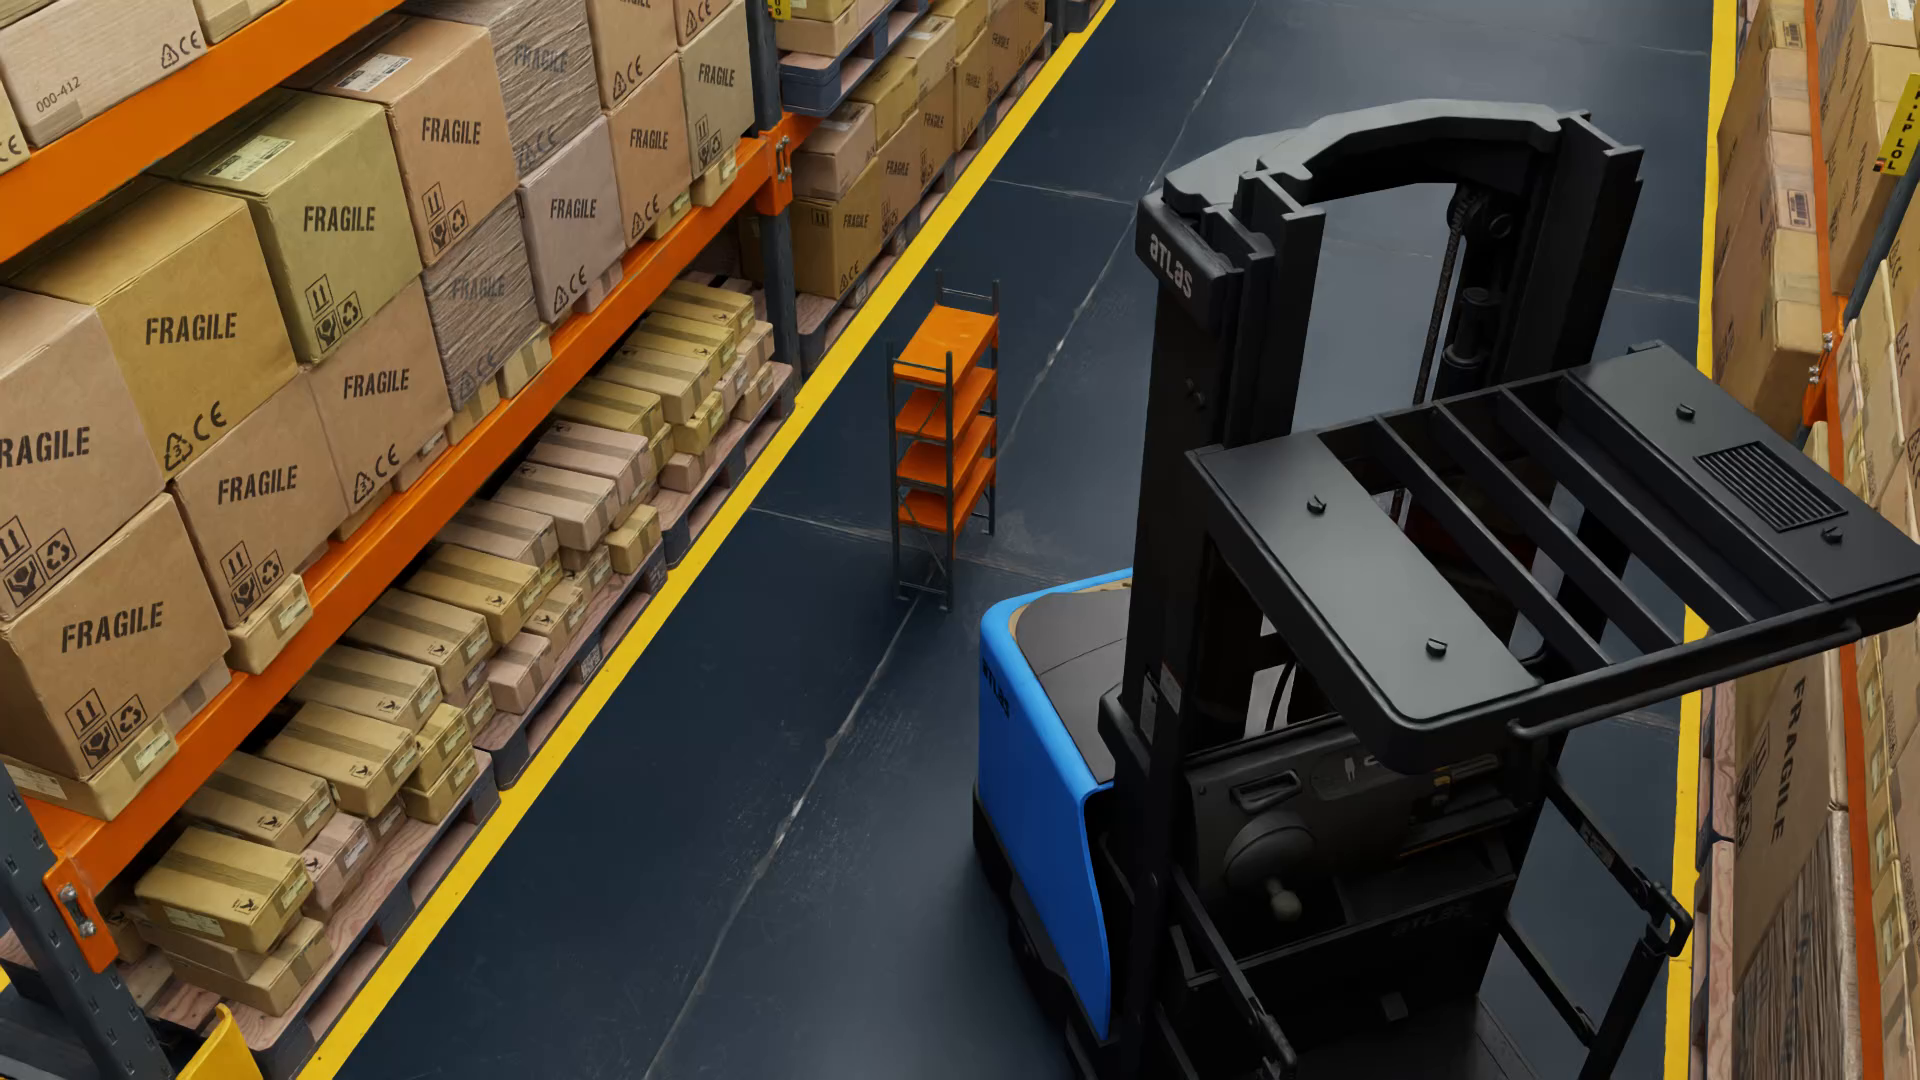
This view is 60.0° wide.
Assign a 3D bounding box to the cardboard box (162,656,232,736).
[{"bbox_3d":[-2.106,0.338,4.236,0.380,0.149,0.250,15,43,17],"label":"cardboard box"}]

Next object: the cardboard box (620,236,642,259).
[{"bbox_3d":[-1.369,-1.113,5.937,0.380,0.149,0.250,12,42,14],"label":"cardboard box"}]

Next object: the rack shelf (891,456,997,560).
[{"bbox_3d":[-0.057,-0.153,6.415,0.258,0.148,0.480,13,42,15],"label":"rack shelf"}]

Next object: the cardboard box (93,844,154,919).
[{"bbox_3d":[-2.661,0.958,4.960,0.380,0.149,0.250,12,42,14],"label":"cardboard box"}]

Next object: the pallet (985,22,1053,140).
[{"bbox_3d":[-0.106,-2.810,9.882,1.003,0.211,1.213,13,42,15],"label":"pallet"}]

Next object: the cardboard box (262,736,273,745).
[{"bbox_3d":[-2.353,0.614,5.592,0.380,0.149,0.250,14,42,16],"label":"cardboard box"}]

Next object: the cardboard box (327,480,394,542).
[{"bbox_3d":[-1.888,-0.163,4.823,0.380,0.149,0.250,13,42,15],"label":"cardboard box"}]

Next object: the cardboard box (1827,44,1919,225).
[{"bbox_3d":[3.500,-1.430,6.037,0.500,0.500,0.500,15,43,16],"label":"cardboard box"}]

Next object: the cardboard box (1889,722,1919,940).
[{"bbox_3d":[2.317,0.664,3.547,0.500,0.250,0.500,12,42,14],"label":"cardboard box"}]

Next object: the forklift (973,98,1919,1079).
[{"bbox_3d":[1.033,0.678,3.697,1.130,2.935,3.031,-14,42,-15],"label":"forklift"}]

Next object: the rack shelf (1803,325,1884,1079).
[{"bbox_3d":[2.737,0.748,4.116,1.077,0.370,4.000,13,42,15],"label":"rack shelf"}]

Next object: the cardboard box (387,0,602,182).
[{"bbox_3d":[-1.472,-1.467,5.082,0.500,0.500,0.500,14,43,16],"label":"cardboard box"}]

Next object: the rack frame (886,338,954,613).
[{"bbox_3d":[-0.140,-0.207,6.068,0.240,1.200,0.015,13,42,15],"label":"rack frame"}]

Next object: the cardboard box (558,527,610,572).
[{"bbox_3d":[-1.528,-0.049,6.140,0.380,0.149,0.250,11,42,13],"label":"cardboard box"}]

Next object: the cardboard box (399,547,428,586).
[{"bbox_3d":[-2.147,-0.004,6.088,0.380,0.149,0.250,14,42,16],"label":"cardboard box"}]

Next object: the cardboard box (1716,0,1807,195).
[{"bbox_3d":[4.533,-2.120,8.238,1.225,0.875,0.875,11,42,13],"label":"cardboard box"}]

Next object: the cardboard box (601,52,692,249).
[{"bbox_3d":[-1.284,-1.385,5.756,0.500,0.500,0.500,12,42,14],"label":"cardboard box"}]

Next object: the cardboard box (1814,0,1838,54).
[{"bbox_3d":[4.021,-2.359,7.127,0.500,0.500,0.500,13,42,14],"label":"cardboard box"}]

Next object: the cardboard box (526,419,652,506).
[{"bbox_3d":[-1.379,-0.290,6.193,0.380,0.149,0.250,11,42,13],"label":"cardboard box"}]

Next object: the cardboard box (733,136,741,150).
[{"bbox_3d":[-1.083,-1.586,6.492,0.380,0.149,0.250,13,42,15],"label":"cardboard box"}]

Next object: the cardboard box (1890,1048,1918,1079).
[{"bbox_3d":[2.040,1.187,3.241,0.380,0.149,0.250,13,42,15],"label":"cardboard box"}]

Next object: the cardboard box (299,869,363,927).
[{"bbox_3d":[-2.081,1.030,5.104,0.380,0.149,0.250,13,42,15],"label":"cardboard box"}]

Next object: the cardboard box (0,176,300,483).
[{"bbox_3d":[-2.004,-0.524,3.976,0.500,0.500,0.500,14,43,16],"label":"cardboard box"}]

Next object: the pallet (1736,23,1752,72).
[{"bbox_3d":[5.057,-2.601,9.635,1.003,0.211,1.213,13,42,15],"label":"pallet"}]

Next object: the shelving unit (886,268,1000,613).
[{"bbox_3d":[-0.057,-0.355,6.242,0.258,1.200,0.503,13,42,15],"label":"shelving unit"}]

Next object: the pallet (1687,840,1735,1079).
[{"bbox_3d":[2.672,1.508,4.819,1.003,0.211,1.213,13,42,15],"label":"pallet"}]

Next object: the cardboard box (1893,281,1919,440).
[{"bbox_3d":[2.841,-0.553,4.395,0.500,0.500,0.500,13,42,15],"label":"cardboard box"}]

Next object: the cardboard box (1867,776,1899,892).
[{"bbox_3d":[2.301,0.718,3.791,0.380,0.149,0.250,13,42,15],"label":"cardboard box"}]

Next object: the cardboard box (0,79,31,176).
[{"bbox_3d":[-2.180,-0.769,3.145,0.500,0.250,0.500,15,43,17],"label":"cardboard box"}]

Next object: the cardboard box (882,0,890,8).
[{"bbox_3d":[-0.460,-2.432,7.160,0.380,0.149,0.250,14,42,15],"label":"cardboard box"}]

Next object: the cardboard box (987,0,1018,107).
[{"bbox_3d":[0.002,-2.781,9.301,0.500,0.500,0.500,15,43,17],"label":"cardboard box"}]

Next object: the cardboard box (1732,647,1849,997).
[{"bbox_3d":[2.812,0.837,4.772,0.875,0.875,0.875,13,42,15],"label":"cardboard box"}]

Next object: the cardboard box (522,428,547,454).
[{"bbox_3d":[-1.777,-0.451,6.612,0.380,0.149,0.250,11,42,13],"label":"cardboard box"}]

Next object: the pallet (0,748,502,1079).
[{"bbox_3d":[-2.236,1.059,5.347,1.003,0.211,1.213,13,42,15],"label":"pallet"}]

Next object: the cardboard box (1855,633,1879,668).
[{"bbox_3d":[2.564,0.247,4.342,0.380,0.149,0.250,14,42,16],"label":"cardboard box"}]

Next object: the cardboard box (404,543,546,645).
[{"bbox_3d":[-1.643,0.179,5.644,0.380,0.149,0.250,14,42,16],"label":"cardboard box"}]

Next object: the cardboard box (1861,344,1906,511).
[{"bbox_3d":[2.839,-0.271,4.643,0.500,0.250,0.500,13,42,15],"label":"cardboard box"}]

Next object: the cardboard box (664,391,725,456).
[{"bbox_3d":[-1.170,-0.498,6.667,0.380,0.149,0.250,12,42,14],"label":"cardboard box"}]

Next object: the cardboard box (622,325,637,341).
[{"bbox_3d":[-1.630,-0.946,7.192,0.380,0.149,0.250,15,43,17],"label":"cardboard box"}]

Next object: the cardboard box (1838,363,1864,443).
[{"bbox_3d":[2.917,-0.383,5.081,0.380,0.149,0.250,12,42,14],"label":"cardboard box"}]

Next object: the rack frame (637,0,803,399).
[{"bbox_3d":[-1.205,-1.908,6.675,1.000,3.000,0.127,13,42,15],"label":"rack frame"}]

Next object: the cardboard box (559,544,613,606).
[{"bbox_3d":[-1.526,0.107,6.186,0.380,0.149,0.250,14,42,16],"label":"cardboard box"}]

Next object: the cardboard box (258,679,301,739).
[{"bbox_3d":[-2.296,0.500,5.497,0.380,0.149,0.250,13,42,15],"label":"cardboard box"}]

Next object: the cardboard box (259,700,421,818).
[{"bbox_3d":[-1.887,0.666,5.073,0.380,0.149,0.250,13,42,15],"label":"cardboard box"}]

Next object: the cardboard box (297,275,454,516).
[{"bbox_3d":[-1.822,-0.460,4.672,0.500,0.500,0.500,14,42,16],"label":"cardboard box"}]

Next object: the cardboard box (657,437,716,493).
[{"bbox_3d":[-1.217,-0.353,6.725,0.380,0.149,0.250,12,42,14],"label":"cardboard box"}]

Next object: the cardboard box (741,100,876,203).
[{"bbox_3d":[-0.705,-1.794,7.566,0.500,0.250,0.500,12,42,13],"label":"cardboard box"}]

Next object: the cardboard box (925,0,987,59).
[{"bbox_3d":[-0.176,-2.749,8.686,0.500,0.250,0.500,14,42,16],"label":"cardboard box"}]

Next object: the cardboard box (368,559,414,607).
[{"bbox_3d":[-2.139,0.068,5.774,0.380,0.149,0.250,12,42,14],"label":"cardboard box"}]

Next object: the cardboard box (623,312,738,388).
[{"bbox_3d":[-1.133,-0.770,6.756,0.380,0.149,0.250,14,42,16],"label":"cardboard box"}]

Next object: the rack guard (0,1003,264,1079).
[{"bbox_3d":[-2.547,1.436,4.681,1.175,0.500,0.348,13,42,15],"label":"rack guard"}]

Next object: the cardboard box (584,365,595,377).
[{"bbox_3d":[-1.708,-0.725,6.704,0.380,0.149,0.250,13,42,14],"label":"cardboard box"}]

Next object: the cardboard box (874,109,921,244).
[{"bbox_3d":[-0.524,-1.832,8.188,0.500,0.500,0.500,15,43,17],"label":"cardboard box"}]

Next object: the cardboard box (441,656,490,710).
[{"bbox_3d":[-1.815,0.442,5.565,0.380,0.149,0.250,11,42,13],"label":"cardboard box"}]

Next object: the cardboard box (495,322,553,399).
[{"bbox_3d":[-1.550,-0.617,5.355,0.380,0.149,0.250,14,42,16],"label":"cardboard box"}]

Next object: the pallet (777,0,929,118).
[{"bbox_3d":[-0.807,-2.269,7.246,1.003,0.211,1.213,13,42,15],"label":"pallet"}]

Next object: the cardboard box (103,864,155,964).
[{"bbox_3d":[-2.589,1.089,5.035,0.380,0.149,0.250,14,42,16],"label":"cardboard box"}]

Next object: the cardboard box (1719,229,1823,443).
[{"bbox_3d":[3.621,-0.492,6.329,1.225,0.875,0.875,13,42,15],"label":"cardboard box"}]

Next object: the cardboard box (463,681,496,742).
[{"bbox_3d":[-1.814,0.569,5.645,0.380,0.149,0.250,13,42,15],"label":"cardboard box"}]

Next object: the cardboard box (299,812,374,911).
[{"bbox_3d":[-2.006,0.926,4.997,0.380,0.149,0.250,13,42,15],"label":"cardboard box"}]
